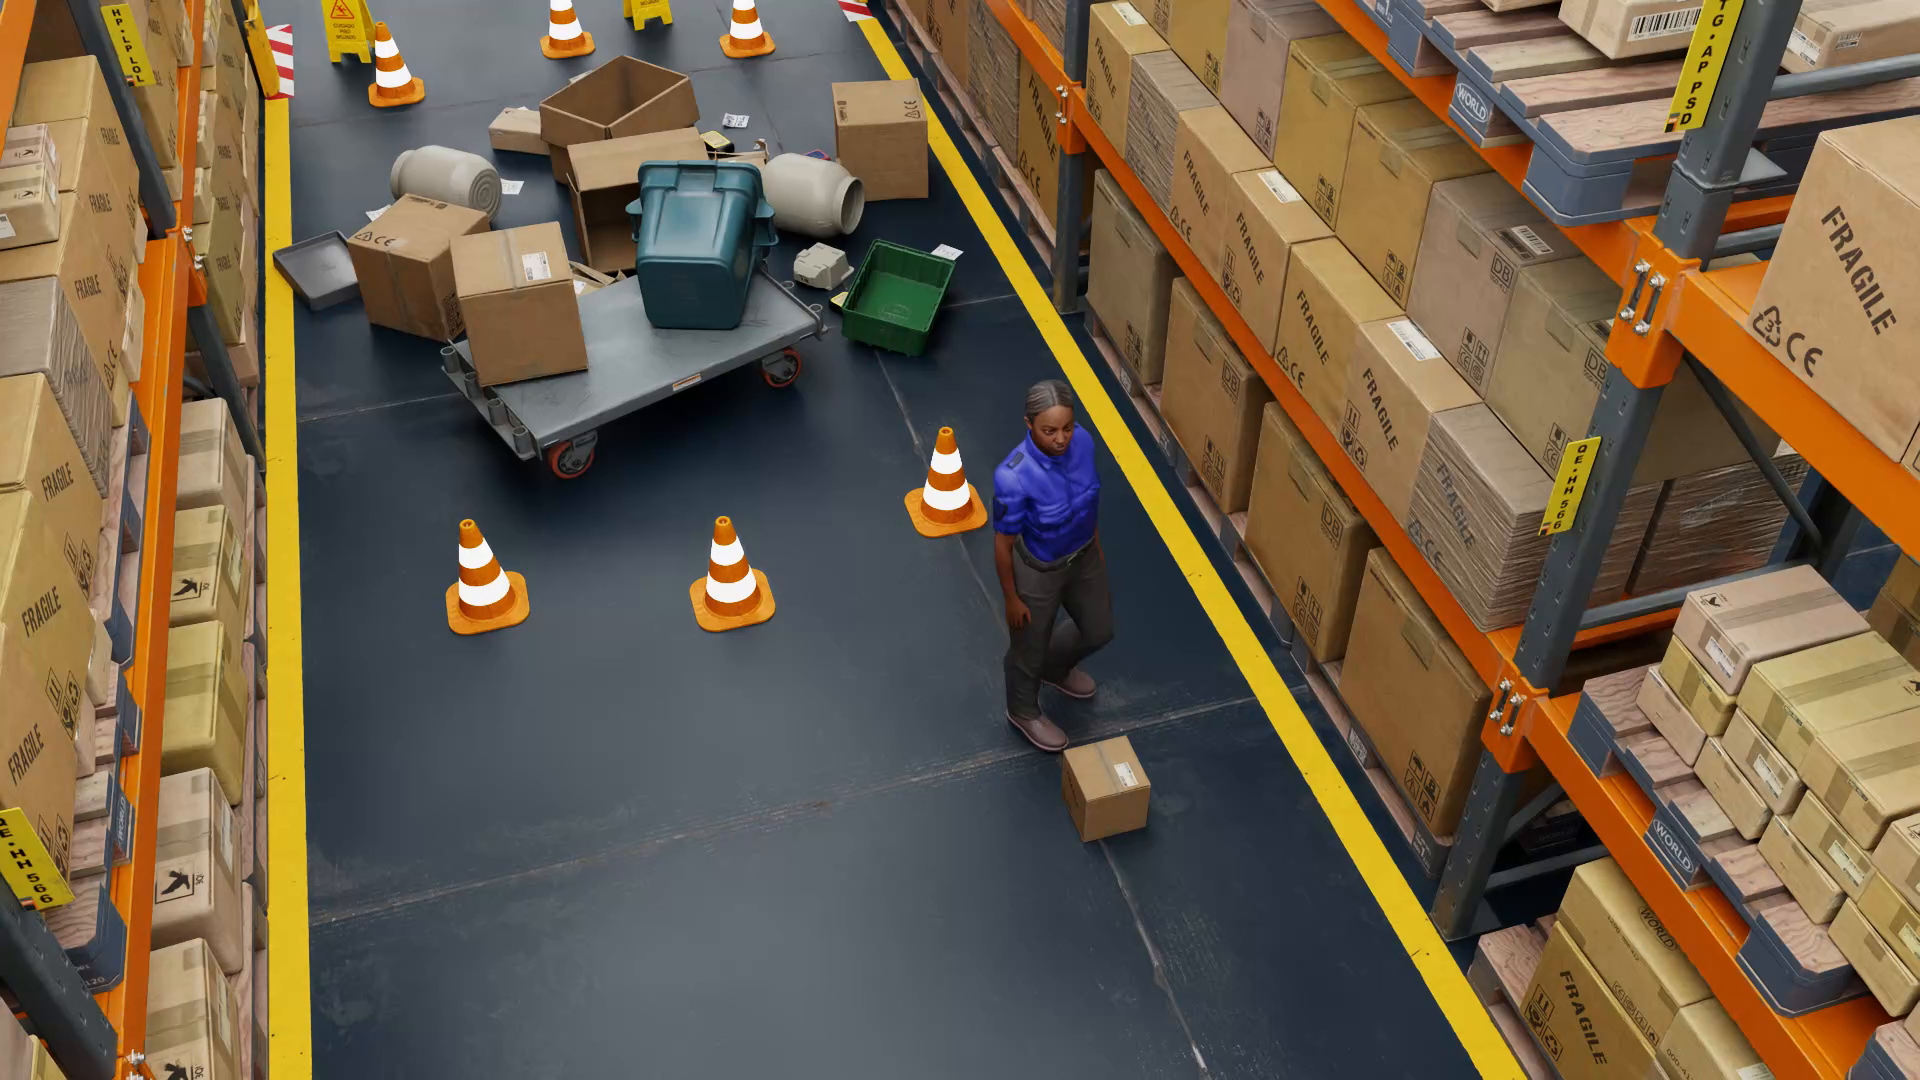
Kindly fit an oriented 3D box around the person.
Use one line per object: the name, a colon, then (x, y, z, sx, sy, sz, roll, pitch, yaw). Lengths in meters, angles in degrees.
person: (0.339, 0.094, 6.035, 0.523, 1.659, 0.364, -31, 51, -29)
